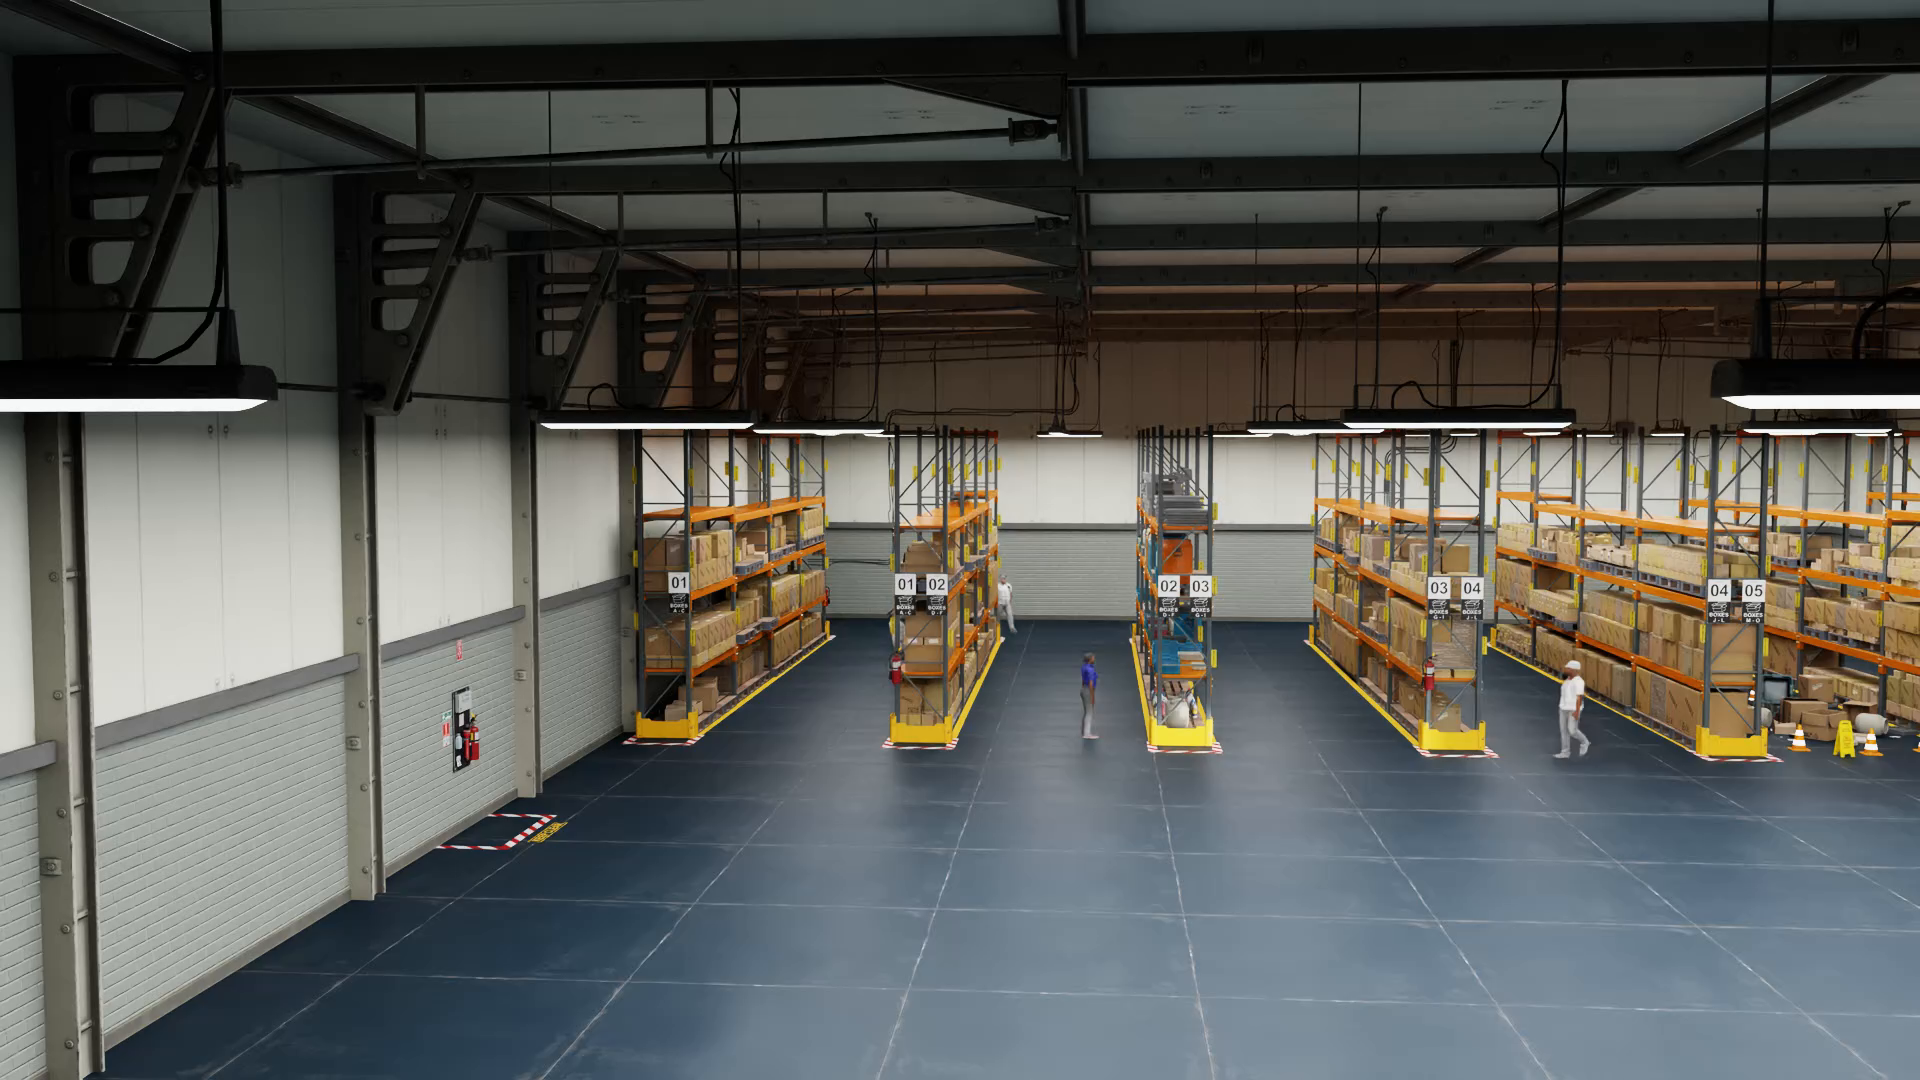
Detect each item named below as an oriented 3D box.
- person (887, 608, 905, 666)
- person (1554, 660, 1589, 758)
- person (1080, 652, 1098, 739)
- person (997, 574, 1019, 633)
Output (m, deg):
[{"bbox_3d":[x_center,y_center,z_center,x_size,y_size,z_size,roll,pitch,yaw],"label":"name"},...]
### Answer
[{"bbox_3d":[-1.471,2.503,40.402,0.567,1.735,0.510,3,4,39],"label":"person"},{"bbox_3d":[11.007,3.039,29.825,0.607,1.761,0.522,-2,4,-31],"label":"person"},{"bbox_3d":[2.513,3.006,31.940,0.383,1.691,0.508,-1,3,-11],"label":"person"},{"bbox_3d":[1.314,1.864,49.224,0.625,1.727,0.966,-2,4,-26],"label":"person"}]
